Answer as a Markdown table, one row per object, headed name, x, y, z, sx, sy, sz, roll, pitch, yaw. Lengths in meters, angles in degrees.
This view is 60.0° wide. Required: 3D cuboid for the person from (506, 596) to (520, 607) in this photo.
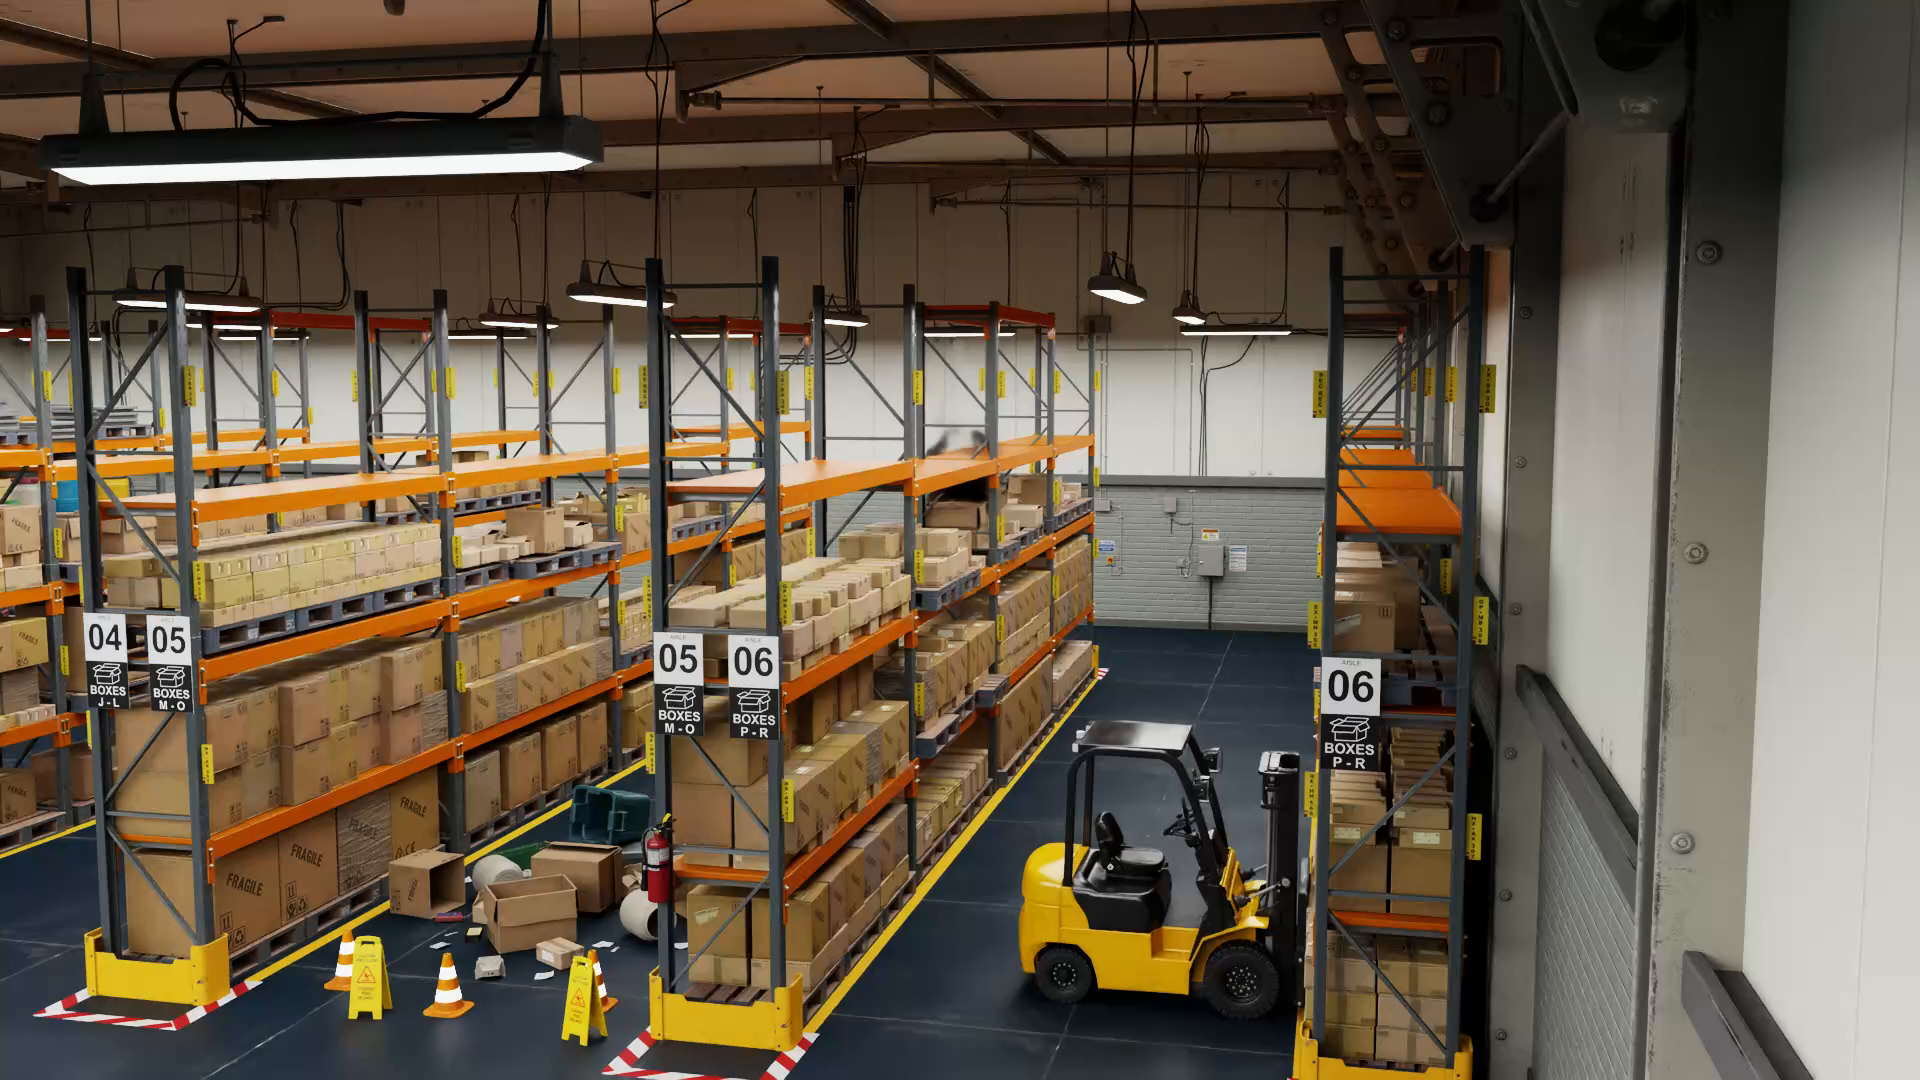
| name | x | y | z | sx | sy | sz | roll | pitch | yaw |
| --- | --- | --- | --- | --- | --- | --- | --- | --- | --- |
| person | -6.832 | 1.693 | 25.573 | 0.640 | 1.796 | 0.890 | 1 | 6 | 9 |
